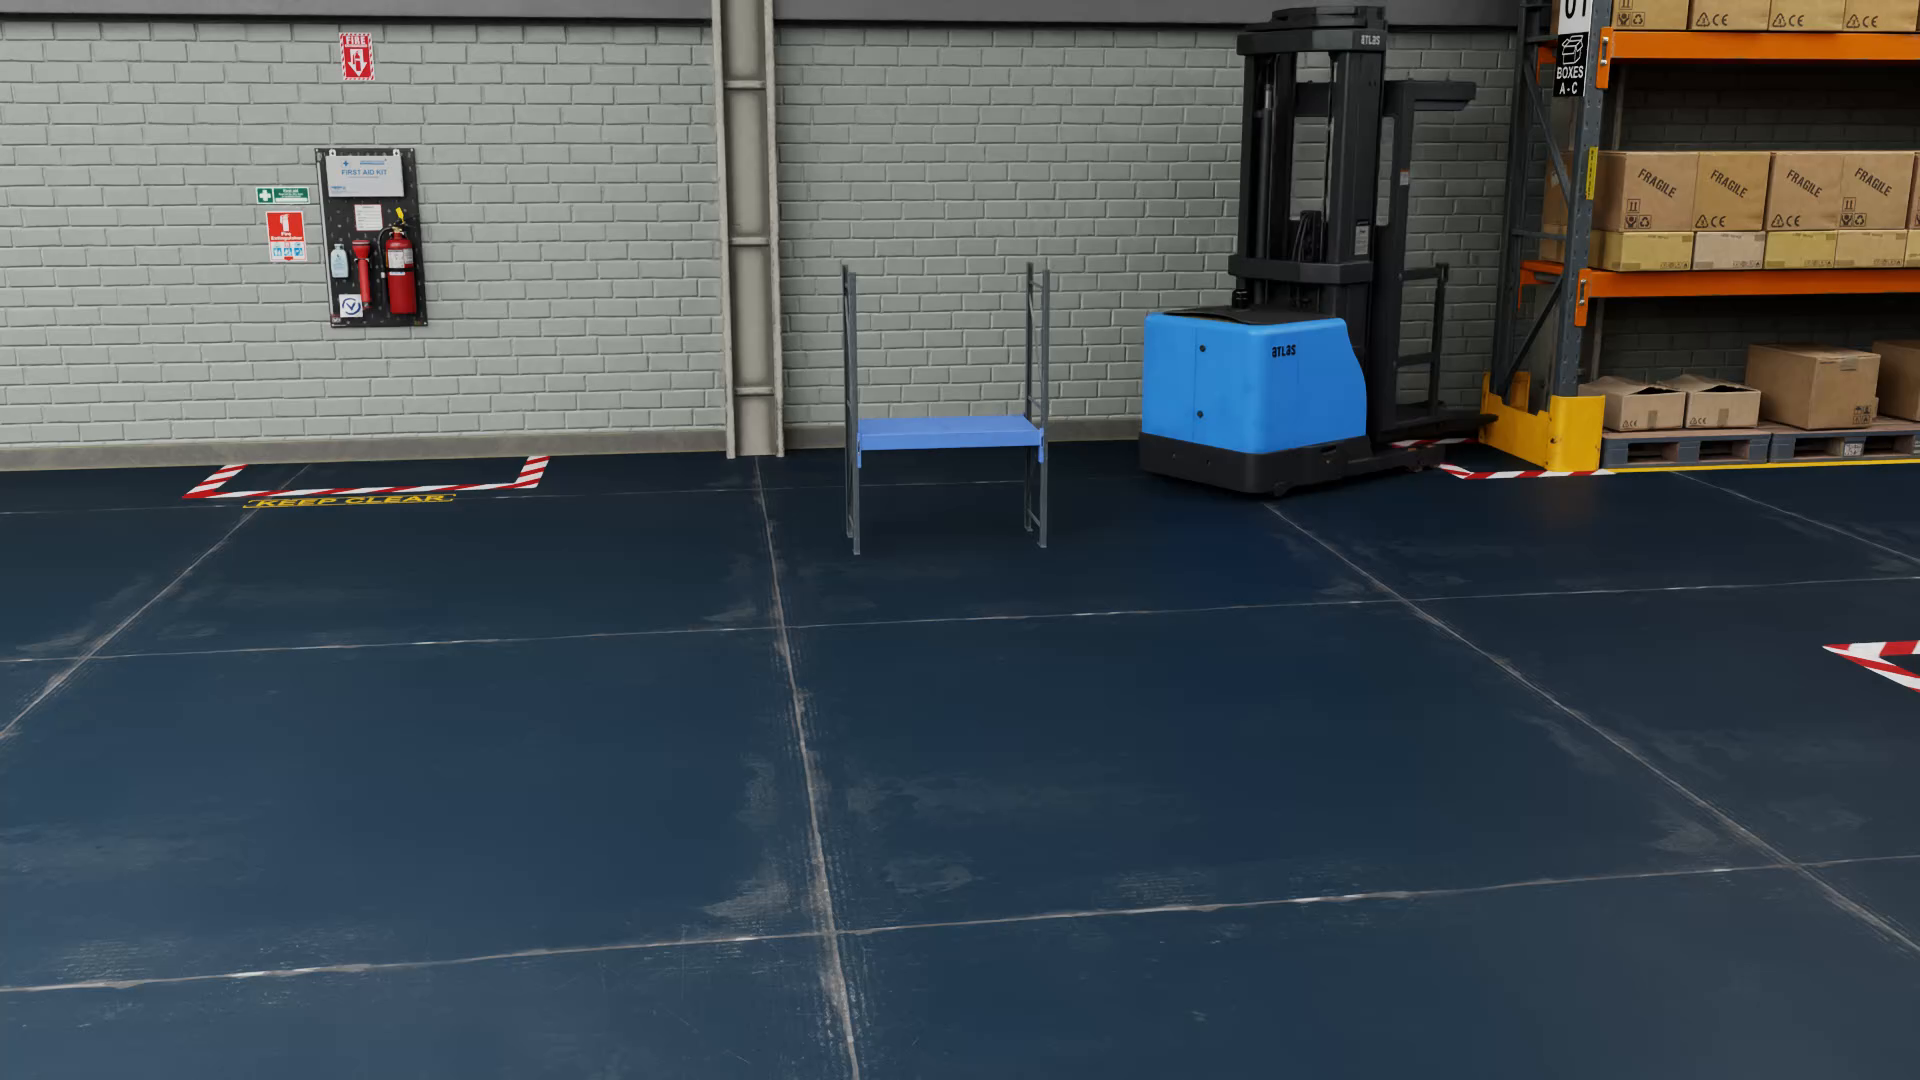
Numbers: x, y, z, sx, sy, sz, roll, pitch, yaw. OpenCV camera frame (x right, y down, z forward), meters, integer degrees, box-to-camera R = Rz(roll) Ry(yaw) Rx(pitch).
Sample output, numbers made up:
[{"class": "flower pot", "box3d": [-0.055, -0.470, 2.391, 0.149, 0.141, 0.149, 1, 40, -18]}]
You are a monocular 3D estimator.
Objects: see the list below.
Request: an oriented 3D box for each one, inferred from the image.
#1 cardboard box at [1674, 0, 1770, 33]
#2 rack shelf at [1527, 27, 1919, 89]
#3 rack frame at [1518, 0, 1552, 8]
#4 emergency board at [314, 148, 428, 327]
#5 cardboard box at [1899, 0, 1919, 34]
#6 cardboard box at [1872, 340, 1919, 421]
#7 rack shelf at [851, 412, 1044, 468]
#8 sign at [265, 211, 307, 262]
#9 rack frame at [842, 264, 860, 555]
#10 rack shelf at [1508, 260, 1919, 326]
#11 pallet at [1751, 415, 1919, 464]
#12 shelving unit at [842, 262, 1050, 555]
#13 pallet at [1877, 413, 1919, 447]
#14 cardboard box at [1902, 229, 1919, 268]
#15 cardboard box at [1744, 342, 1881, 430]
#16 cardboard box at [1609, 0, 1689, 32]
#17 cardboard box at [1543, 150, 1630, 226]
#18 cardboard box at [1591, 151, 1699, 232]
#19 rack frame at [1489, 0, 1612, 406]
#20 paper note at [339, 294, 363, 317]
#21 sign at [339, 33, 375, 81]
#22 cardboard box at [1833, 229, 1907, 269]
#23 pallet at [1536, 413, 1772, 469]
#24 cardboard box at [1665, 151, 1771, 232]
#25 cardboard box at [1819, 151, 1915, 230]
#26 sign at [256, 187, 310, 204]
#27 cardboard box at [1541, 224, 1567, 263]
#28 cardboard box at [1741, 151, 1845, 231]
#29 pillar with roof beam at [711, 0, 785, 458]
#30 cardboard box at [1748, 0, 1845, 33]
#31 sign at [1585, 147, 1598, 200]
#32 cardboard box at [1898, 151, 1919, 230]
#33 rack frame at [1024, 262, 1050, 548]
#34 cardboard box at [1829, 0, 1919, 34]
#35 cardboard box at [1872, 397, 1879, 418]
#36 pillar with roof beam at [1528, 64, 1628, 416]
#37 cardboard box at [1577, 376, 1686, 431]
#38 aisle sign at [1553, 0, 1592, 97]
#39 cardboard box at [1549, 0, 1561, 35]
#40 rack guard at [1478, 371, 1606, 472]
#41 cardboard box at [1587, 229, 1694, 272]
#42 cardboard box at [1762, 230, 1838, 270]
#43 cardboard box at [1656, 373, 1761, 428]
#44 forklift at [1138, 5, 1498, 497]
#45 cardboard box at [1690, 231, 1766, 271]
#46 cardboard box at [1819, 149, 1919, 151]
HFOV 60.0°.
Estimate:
[{"class": "cardboard box", "box3d": [4.842, -3.522, 10.685, 0.500, 0.500, 0.500, -1, 14, -5]}, {"class": "rack shelf", "box3d": [5.915, -3.224, 11.224, 4.000, 0.370, 1.077, -2, 14, -8]}, {"class": "rack frame", "box3d": [3.937, -4.956, 10.482, 0.127, 3.000, 1.000, -2, 14, -8]}, {"class": "emergency board", "box3d": [-3.882, -1.981, 10.956, 0.643, 1.169, 0.194, -2, 14, -8]}, {"class": "cardboard box", "box3d": [6.386, -3.581, 10.923, 0.500, 0.500, 0.500, -3, 14, -11]}, {"class": "cardboard box", "box3d": [6.872, -1.144, 11.852, 0.500, 0.500, 0.500, -3, 14, -13]}, {"class": "rack shelf", "box3d": [-0.084, -0.550, 9.071, 1.000, 0.185, 0.538, -2, 14, -8]}, {"class": "sign", "box3d": [-4.444, -2.003, 10.970, 0.234, 0.329, 0.001, -2, 14, -8]}, {"class": "rack frame", "box3d": [-0.587, -0.706, 8.954, 0.032, 1.500, 0.500, -2, 14, -8]}, {"class": "rack shelf", "box3d": [5.915, -1.769, 11.589, 4.000, 0.370, 1.077, -2, 14, -8]}, {"class": "pallet", "box3d": [6.025, -0.760, 11.819, 1.213, 0.211, 1.003, -2, 14, -8]}, {"class": "shelving unit", "box3d": [-0.084, -0.724, 9.027, 1.048, 1.500, 0.538, -2, 14, -8]}, {"class": "pallet", "box3d": [7.234, -0.805, 11.998, 1.213, 0.211, 1.003, -2, 14, -8]}, {"class": "cardboard box", "box3d": [6.480, -1.999, 11.295, 0.500, 0.250, 0.500, -2, 14, -9]}, {"class": "cardboard box", "box3d": [5.931, -1.085, 11.617, 0.500, 0.500, 0.700, -3, 14, -12]}, {"class": "cardboard box", "box3d": [4.305, -3.511, 10.641, 0.500, 0.500, 0.500, -2, 14, -7]}, {"class": "cardboard box", "box3d": [4.372, -2.415, 11.409, 0.500, 0.500, 0.500, -2, 14, -9]}, {"class": "cardboard box", "box3d": [4.454, -2.291, 10.918, 0.500, 0.500, 0.500, -2, 14, -8]}, {"class": "rack frame", "box3d": [3.937, -2.046, 11.212, 0.127, 3.000, 1.000, -2, 14, -8]}, {"class": "paper note", "box3d": [-4.067, -1.564, 11.103, 0.142, 0.148, 0.016, -2, 14, -8]}, {"class": "sign", "box3d": [-3.905, -3.129, 10.768, 0.199, 0.298, 0.001, -2, 14, -8]}, {"class": "cardboard box", "box3d": [5.983, -1.981, 11.222, 0.500, 0.250, 0.500, -2, 14, -8]}, {"class": "pallet", "box3d": [4.821, -0.717, 11.646, 1.213, 0.211, 1.003, -2, 14, -8]}, {"class": "cardboard box", "box3d": [4.944, -2.307, 10.979, 0.500, 0.500, 0.500, -2, 14, -8]}, {"class": "cardboard box", "box3d": [5.965, -2.346, 11.134, 0.500, 0.500, 0.500, -2, 14, -7]}, {"class": "sign", "box3d": [-4.438, -2.258, 10.898, 0.331, 0.109, 0.001, -2, 14, -8]}, {"class": "cardboard box", "box3d": [4.371, -2.046, 11.482, 0.500, 0.250, 0.500, -2, 14, -7]}, {"class": "cardboard box", "box3d": [5.456, -2.324, 11.048, 0.500, 0.500, 0.500, -3, 14, -10]}, {"class": "pillar with roof beam", "box3d": [-0.791, -3.936, 6.417, 0.400, 9.000, 9.100, -2, 14, -8]}, {"class": "cardboard box", "box3d": [5.354, -3.541, 10.763, 0.500, 0.500, 0.500, -1, 14, -6]}, {"class": "sign", "box3d": [4.018, -2.335, 10.587, 0.005, 0.325, 0.100, -2, 14, -8]}, {"class": "cardboard box", "box3d": [6.479, -2.365, 11.210, 0.500, 0.500, 0.500, -3, 14, -10]}, {"class": "rack frame", "box3d": [0.418, -0.743, 9.101, 0.032, 1.500, 0.500, -2, 14, -8]}, {"class": "cardboard box", "box3d": [5.881, -3.566, 10.861, 0.500, 0.500, 0.500, -1, 14, -5]}, {"class": "cardboard box", "box3d": [6.308, -0.968, 11.872, 0.250, 0.149, 0.380, -3, 14, -13]}, {"class": "pillar with roof beam", "box3d": [5.142, -4.153, 7.284, 0.400, 9.000, 9.100, -2, 14, -8]}, {"class": "cardboard box", "box3d": [4.635, -0.958, 11.499, 0.500, 0.311, 0.500, -4, 15, -15]}, {"class": "aisle sign", "box3d": [3.911, -3.232, 10.598, 0.004, 0.787, 0.394, -2, 14, -8]}, {"class": "cardboard box", "box3d": [4.312, -3.635, 11.136, 0.500, 0.500, 0.500, -1, 14, -4]}, {"class": "rack guard", "box3d": [4.012, -0.836, 11.527, 0.348, 0.500, 1.175, -2, 14, -8]}, {"class": "cardboard box", "box3d": [4.467, -1.924, 10.994, 0.500, 0.250, 0.500, -3, 14, -10]}, {"class": "cardboard box", "box3d": [5.483, -1.963, 11.151, 0.500, 0.250, 0.500, -2, 14, -9]}, {"class": "cardboard box", "box3d": [5.199, -0.979, 11.582, 0.500, 0.311, 0.500, -1, 14, -4]}, {"class": "forklift", "box3d": [2.619, -1.954, 10.989, 3.031, 2.935, 1.130, -11, 18, -38]}, {"class": "cardboard box", "box3d": [4.978, -1.946, 11.083, 0.500, 0.250, 0.500, -3, 14, -10]}, {"class": "cardboard box", "box3d": [6.391, -2.490, 11.709, 0.500, 0.500, 0.500, -2, 14, -7]}]
